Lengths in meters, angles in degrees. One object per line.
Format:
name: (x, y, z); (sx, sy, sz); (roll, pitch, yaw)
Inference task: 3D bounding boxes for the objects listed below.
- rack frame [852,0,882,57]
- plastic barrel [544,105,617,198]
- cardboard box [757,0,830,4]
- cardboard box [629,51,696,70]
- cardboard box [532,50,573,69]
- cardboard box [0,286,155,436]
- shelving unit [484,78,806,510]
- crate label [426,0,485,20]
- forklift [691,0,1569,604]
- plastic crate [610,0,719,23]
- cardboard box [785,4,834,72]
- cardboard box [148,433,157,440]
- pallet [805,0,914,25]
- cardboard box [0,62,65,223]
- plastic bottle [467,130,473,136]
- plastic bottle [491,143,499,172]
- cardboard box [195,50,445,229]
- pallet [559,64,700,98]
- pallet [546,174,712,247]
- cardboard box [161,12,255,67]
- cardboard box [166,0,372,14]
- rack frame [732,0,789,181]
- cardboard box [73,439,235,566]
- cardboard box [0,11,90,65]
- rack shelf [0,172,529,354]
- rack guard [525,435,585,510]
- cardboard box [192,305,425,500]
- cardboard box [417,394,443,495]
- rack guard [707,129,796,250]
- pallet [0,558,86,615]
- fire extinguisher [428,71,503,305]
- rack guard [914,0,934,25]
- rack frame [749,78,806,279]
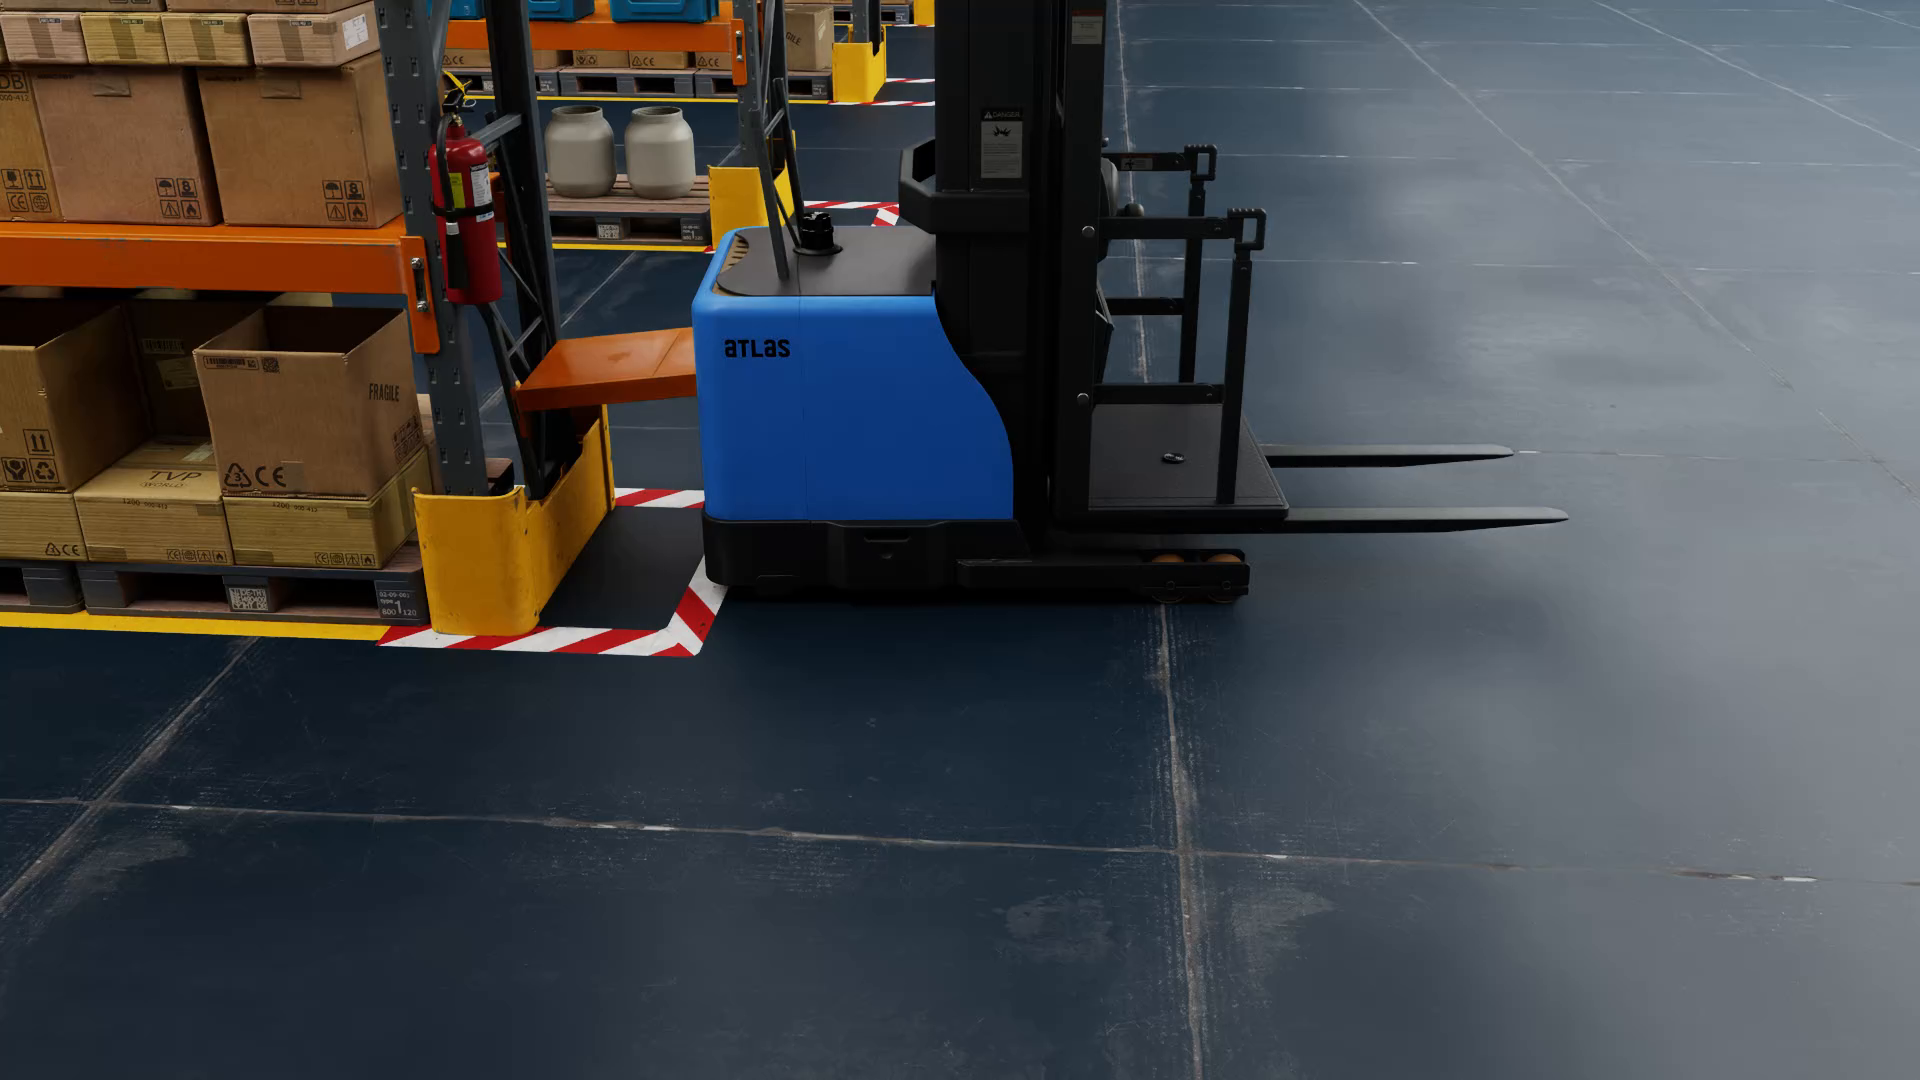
rack frame: (-0.822, -5.418, 14.397); (0.127, 3.000, 1.000); (2, 25, 4)
plastic barrel: (-2.363, -2.419, 10.355); (0.421, 0.512, 0.421); (0, 25, 0)
cardboard box: (-1.900, -6.729, 19.286); (0.875, 0.875, 0.875); (1, 25, 3)
cardboard box: (-2.665, -4.533, 14.962); (0.500, 0.500, 0.500); (4, 25, 9)
cardboard box: (-3.843, -4.556, 15.013); (0.500, 0.500, 0.500); (10, 27, 21)
cardboard box: (-3.100, -0.707, 6.050); (0.500, 0.500, 0.500); (2, 25, 4)
shelving unit: (-1.053, -0.752, 5.832); (1.083, 1.500, 0.587); (-5, 26, 7)
crate label: (-3.057, -3.316, 9.787); (0.616, 0.435, 0.502); (2, 25, 4)
forklift: (0.624, -1.335, 5.608); (3.031, 2.935, 1.130); (0, 25, -1)
plastic crate: (-1.723, -3.177, 9.706); (0.616, 0.251, 0.499); (2, 25, 4)
cardboard box: (-1.443, -4.500, 14.891); (0.500, 0.500, 0.500); (6, 25, 14)
cardboard box: (-3.099, -0.371, 6.217); (0.500, 0.250, 0.500); (2, 25, 4)
pallet: (-1.145, -6.208, 19.451); (1.213, 0.211, 1.003); (2, 25, 4)
cardboard box: (-3.067, -1.388, 5.520); (0.500, 0.500, 0.700); (2, 25, 4)
plastic bottle: (-3.209, -2.522, 10.828); (0.133, 0.283, 0.061); (2, 25, 5)
plastic bottle: (-2.985, -2.502, 10.798); (0.097, 0.271, 0.097); (0, 25, 0)
cardboard box: (-2.049, -1.355, 5.448); (0.500, 0.500, 0.700); (2, 25, 4)
pallet: (-2.918, -4.234, 15.161); (1.213, 0.211, 1.003); (2, 25, 4)
pallet: (-2.090, -2.098, 10.518); (1.213, 0.211, 1.003); (2, 25, 4)
cardboard box: (-2.241, -1.570, 5.139); (0.250, 0.149, 0.380); (2, 25, 5)
cardboard box: (-2.101, -1.946, 5.180); (0.500, 0.500, 0.700); (2, 25, 4)
rack frame: (-1.201, -3.353, 9.911); (0.127, 3.000, 1.000); (2, 25, 4)
cardboard box: (-2.641, -0.136, 5.705); (0.500, 0.250, 0.500); (2, 25, 4)
cardboard box: (-2.746, -1.587, 5.176); (0.250, 0.149, 0.380); (2, 25, 5)
rack shelf: (-3.578, -1.026, 5.714); (4.000, 0.370, 1.077); (2, 25, 4)
rack guard: (-1.470, -0.157, 6.165); (0.087, 0.250, 0.587); (-5, 26, 7)
cardboard box: (-2.142, -0.464, 5.523); (0.500, 0.500, 0.500); (2, 25, 4)
cardboard box: (-2.102, -0.341, 6.151); (0.500, 0.250, 0.500); (2, 25, 4)
rack guard: (-1.281, -2.201, 10.396); (0.348, 0.500, 1.175); (2, 25, 4)
pallet: (-3.563, -0.069, 6.110); (1.213, 0.211, 1.003); (2, 25, 4)
fire extinguisher: (-1.502, -1.056, 5.012); (0.183, 0.674, 0.296); (2, 25, 4)
rack guard: (-0.318, -6.345, 19.404); (0.348, 0.500, 1.175); (2, 25, 4)
rack frame: (-0.541, -0.794, 5.773); (0.032, 1.500, 0.500); (-5, 26, 7)
